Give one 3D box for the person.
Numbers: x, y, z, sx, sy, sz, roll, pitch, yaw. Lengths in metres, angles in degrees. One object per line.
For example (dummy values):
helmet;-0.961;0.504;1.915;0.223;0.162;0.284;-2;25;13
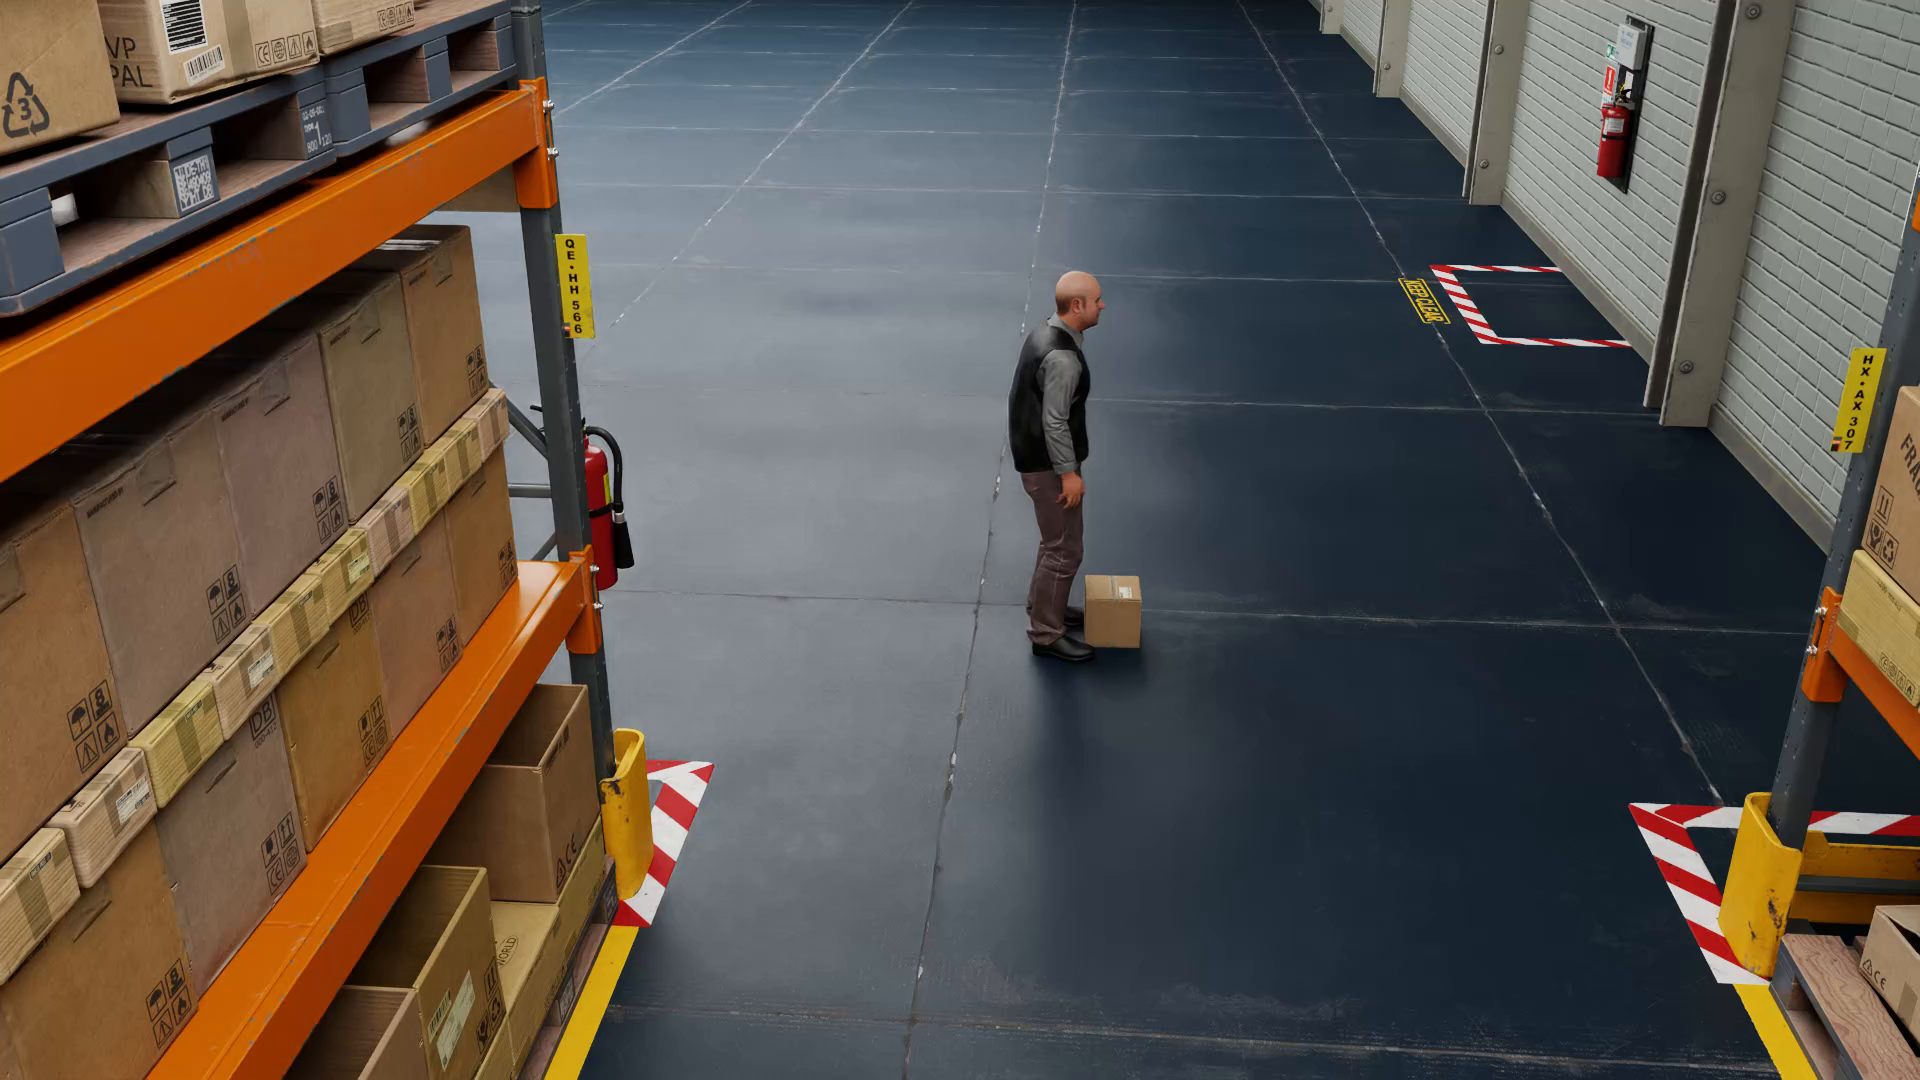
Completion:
person;0.423;-0.348;7.402;0.418;1.721;0.594;0;24;1
